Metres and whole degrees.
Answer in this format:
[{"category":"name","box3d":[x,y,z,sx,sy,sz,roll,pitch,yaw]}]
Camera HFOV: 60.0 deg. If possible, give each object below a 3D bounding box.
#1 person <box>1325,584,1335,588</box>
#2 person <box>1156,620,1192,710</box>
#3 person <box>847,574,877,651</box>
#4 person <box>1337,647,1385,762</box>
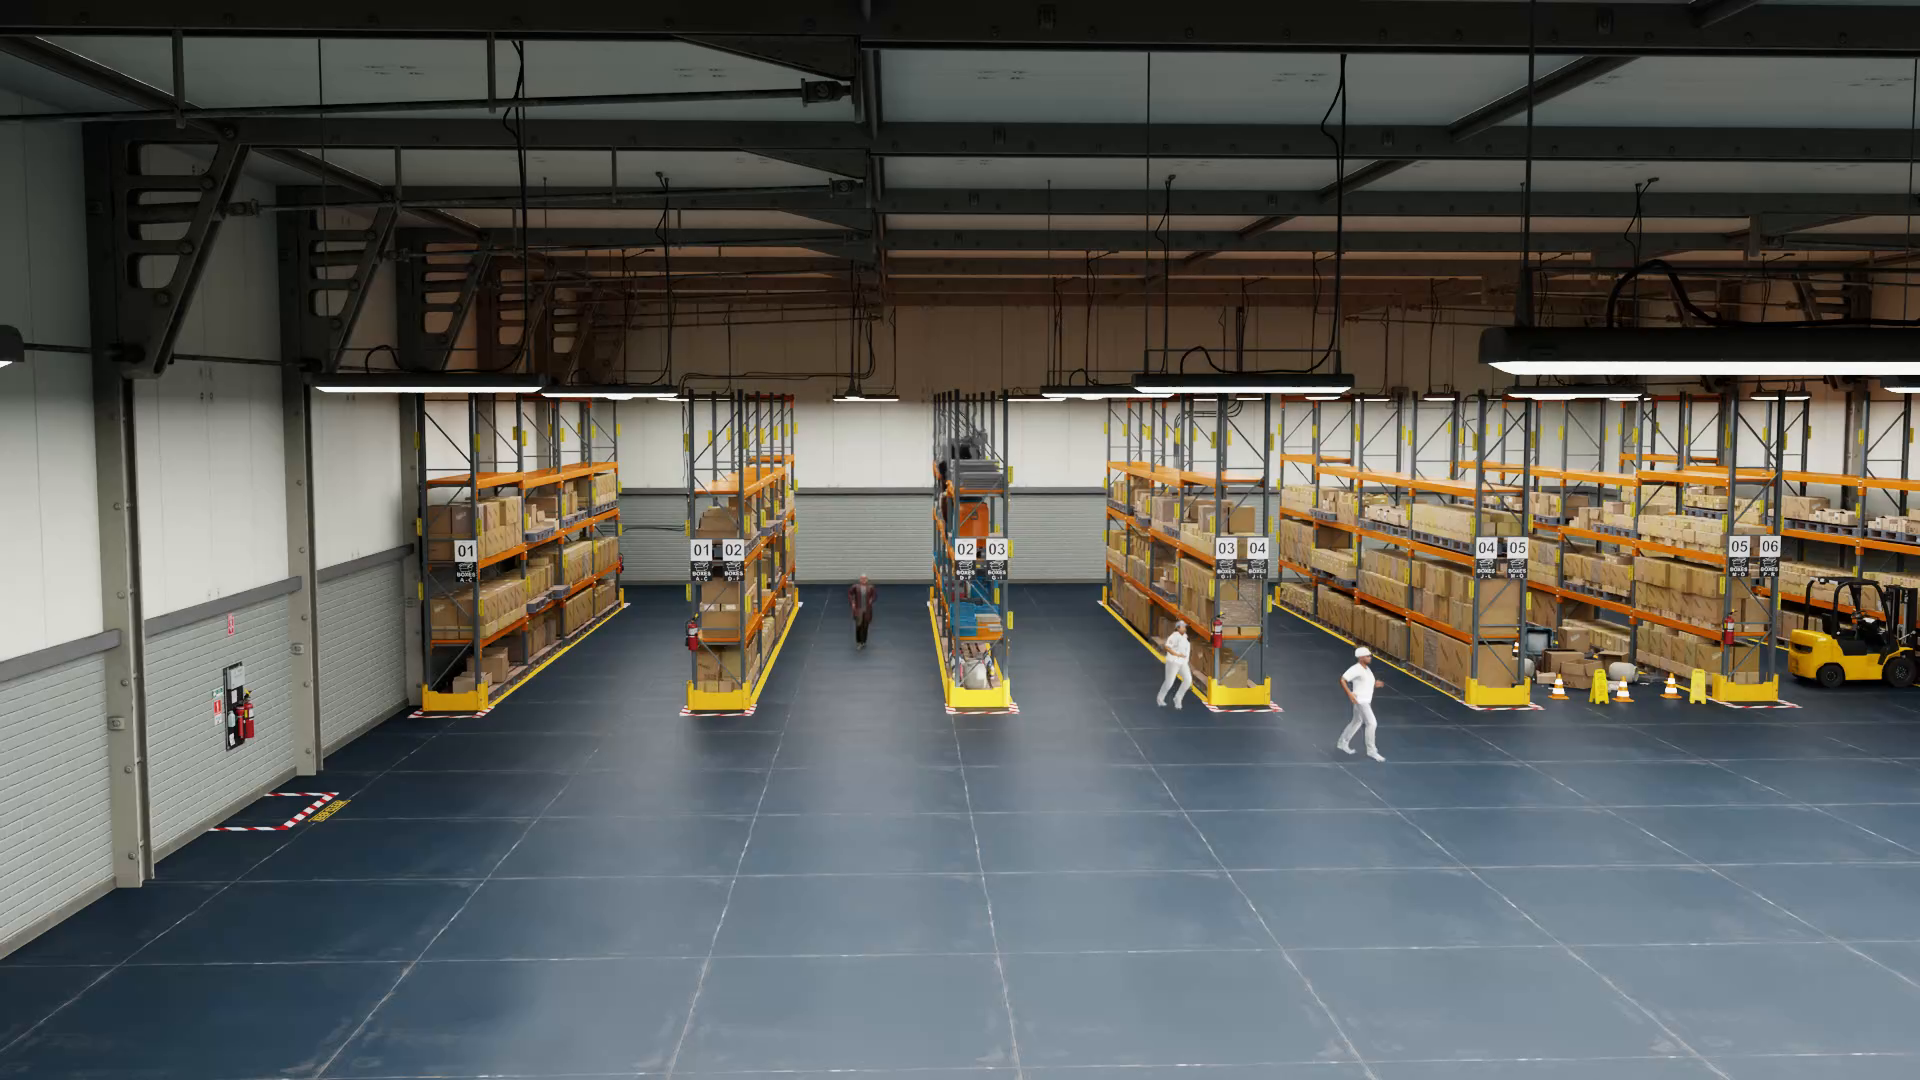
[{"category":"person","box3d":[10.809,0.929,48.410,0.690,1.700,0.555,-3,6,-37]},{"category":"person","box3d":[4.102,2.351,31.389,0.636,1.679,0.677,-3,6,-35]},{"category":"person","box3d":[-2.263,1.688,38.782,0.679,1.810,0.790,-1,5,-10]},{"category":"person","box3d":[6.496,2.632,26.861,0.808,1.806,0.693,2,5,25]}]
